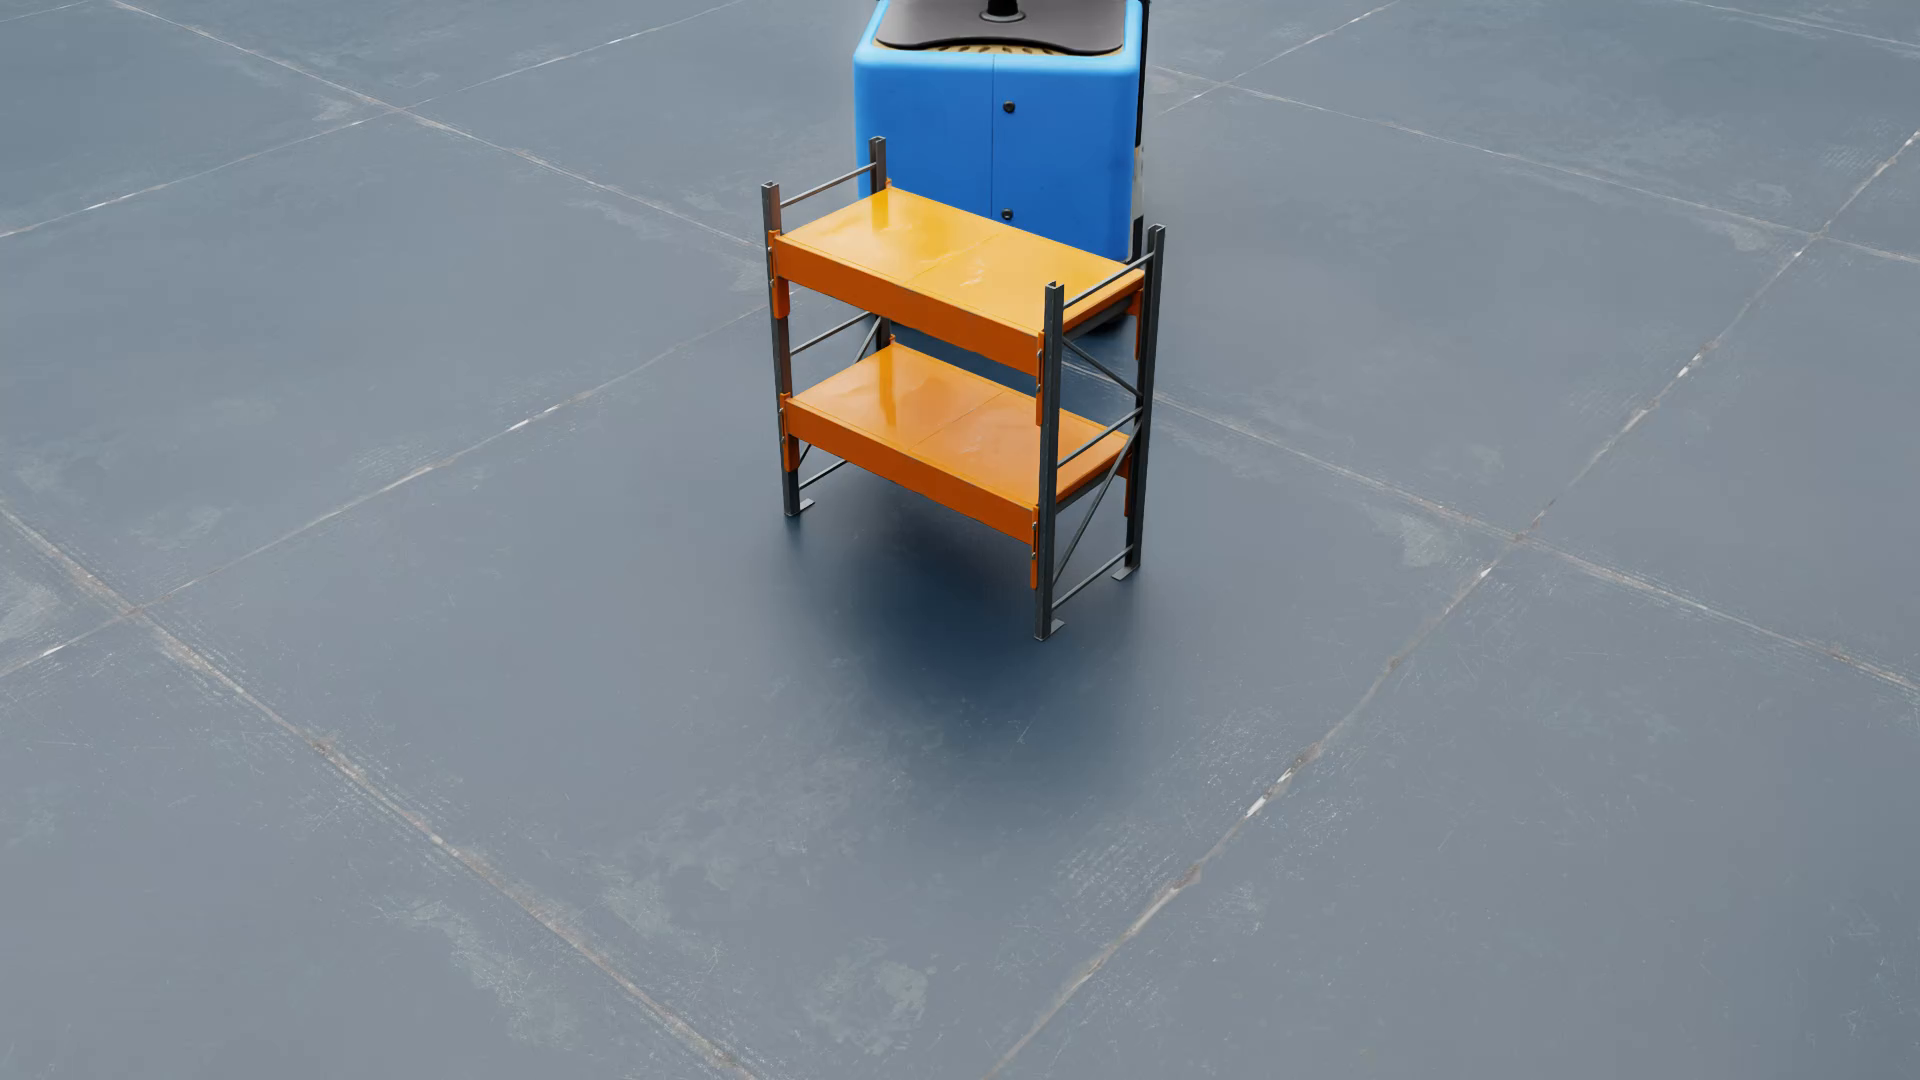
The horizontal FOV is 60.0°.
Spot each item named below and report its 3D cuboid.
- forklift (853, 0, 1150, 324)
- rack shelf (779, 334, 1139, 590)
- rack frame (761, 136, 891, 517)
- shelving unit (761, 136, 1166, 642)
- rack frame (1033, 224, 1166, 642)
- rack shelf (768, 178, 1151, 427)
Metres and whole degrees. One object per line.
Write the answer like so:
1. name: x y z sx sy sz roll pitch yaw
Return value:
1. forklift: 0.270 -2.846 6.805 1.130 2.935 3.031 3 35 5
2. rack shelf: -0.005 -0.265 5.074 1.000 0.278 0.538 25 42 32
3. rack frame: -0.396 -0.650 5.203 0.032 1.125 0.500 25 42 32
4. shelving unit: -0.005 -0.466 4.935 1.048 1.125 0.538 25 42 32
5. rack frame: 0.385 -0.282 4.667 0.032 1.125 0.500 25 42 32
6. rack shelf: -0.005 -0.707 4.769 1.000 0.278 0.538 25 42 32
